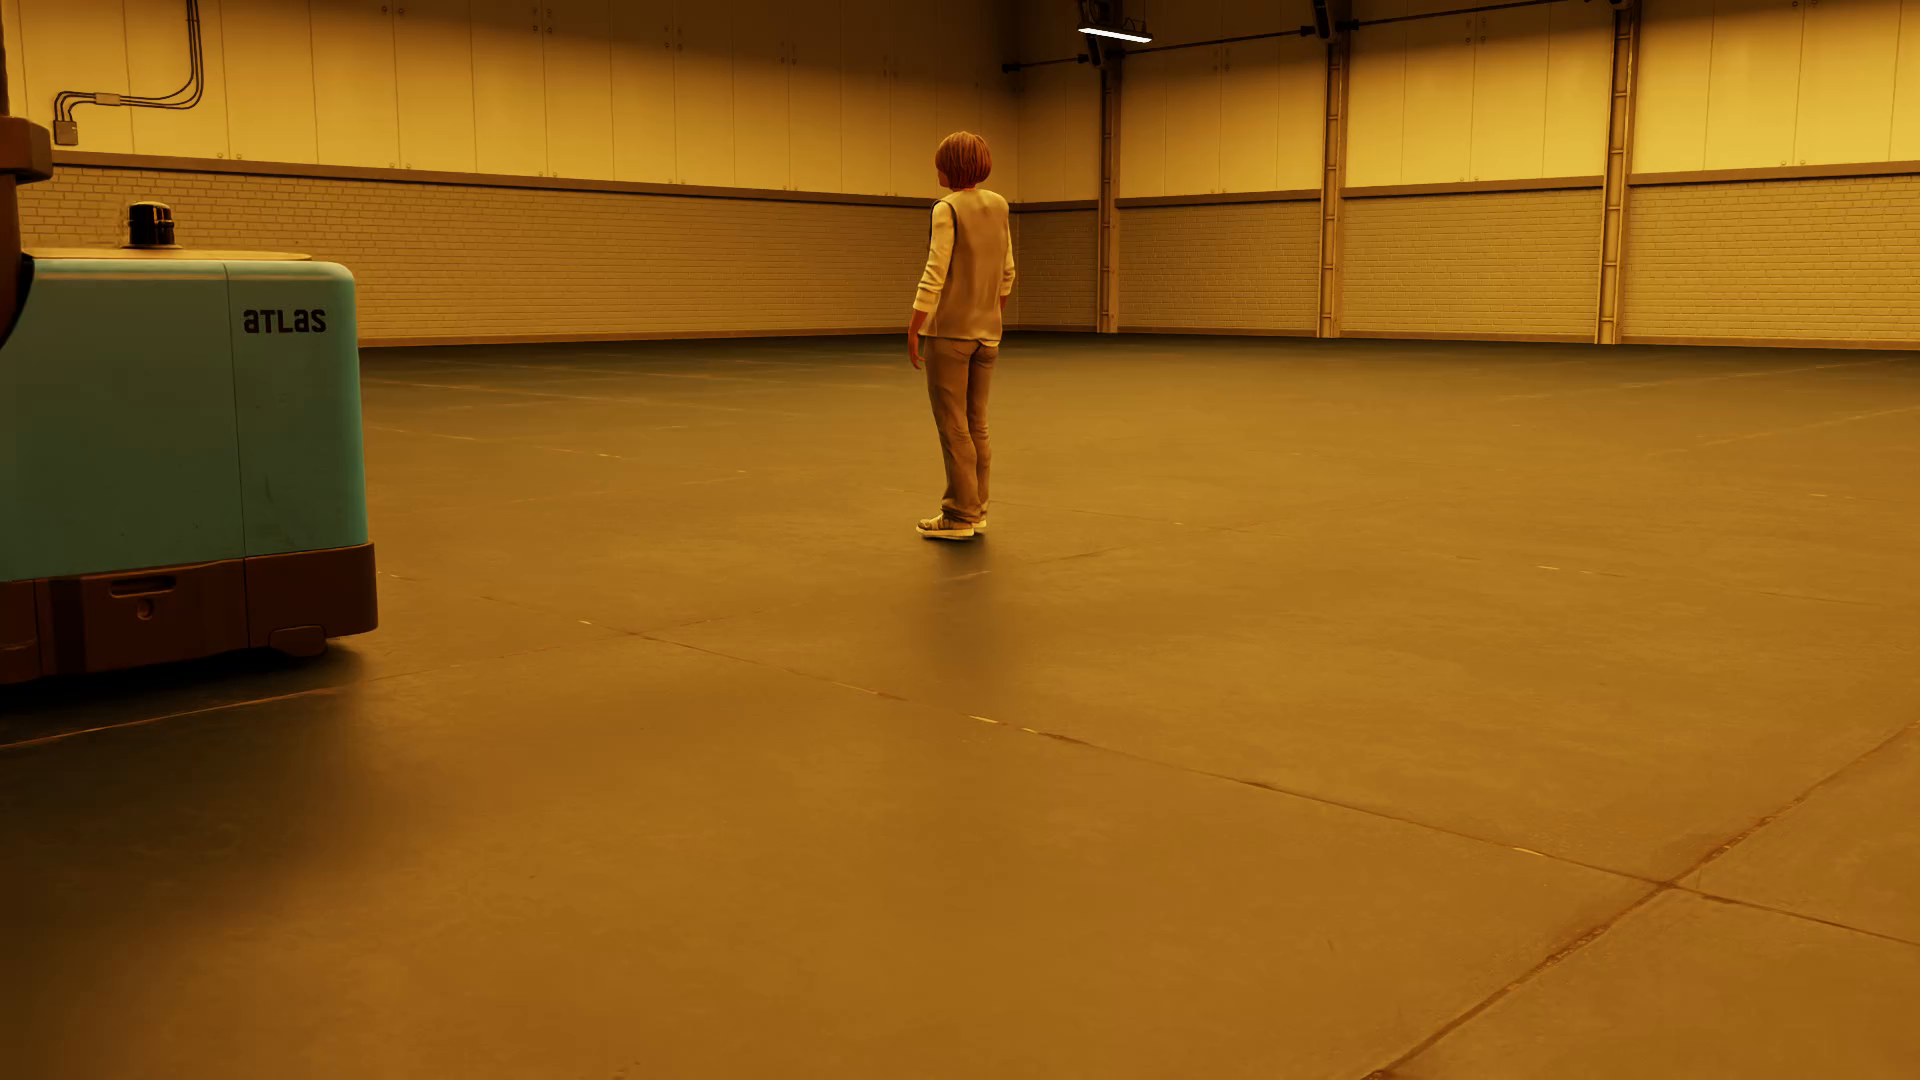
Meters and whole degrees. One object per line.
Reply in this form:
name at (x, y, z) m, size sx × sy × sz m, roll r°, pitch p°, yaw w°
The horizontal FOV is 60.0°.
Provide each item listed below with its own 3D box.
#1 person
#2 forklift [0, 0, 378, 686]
person at (-0.044, -0.806, 6.658) m, size 0.473 × 1.599 × 0.521 m, roll 8°, pitch 12°, yaw 43°
forklift at (-3.055, -1.041, 3.785) m, size 3.031 × 2.935 × 1.130 m, roll -7°, pitch 11°, yaw -41°
